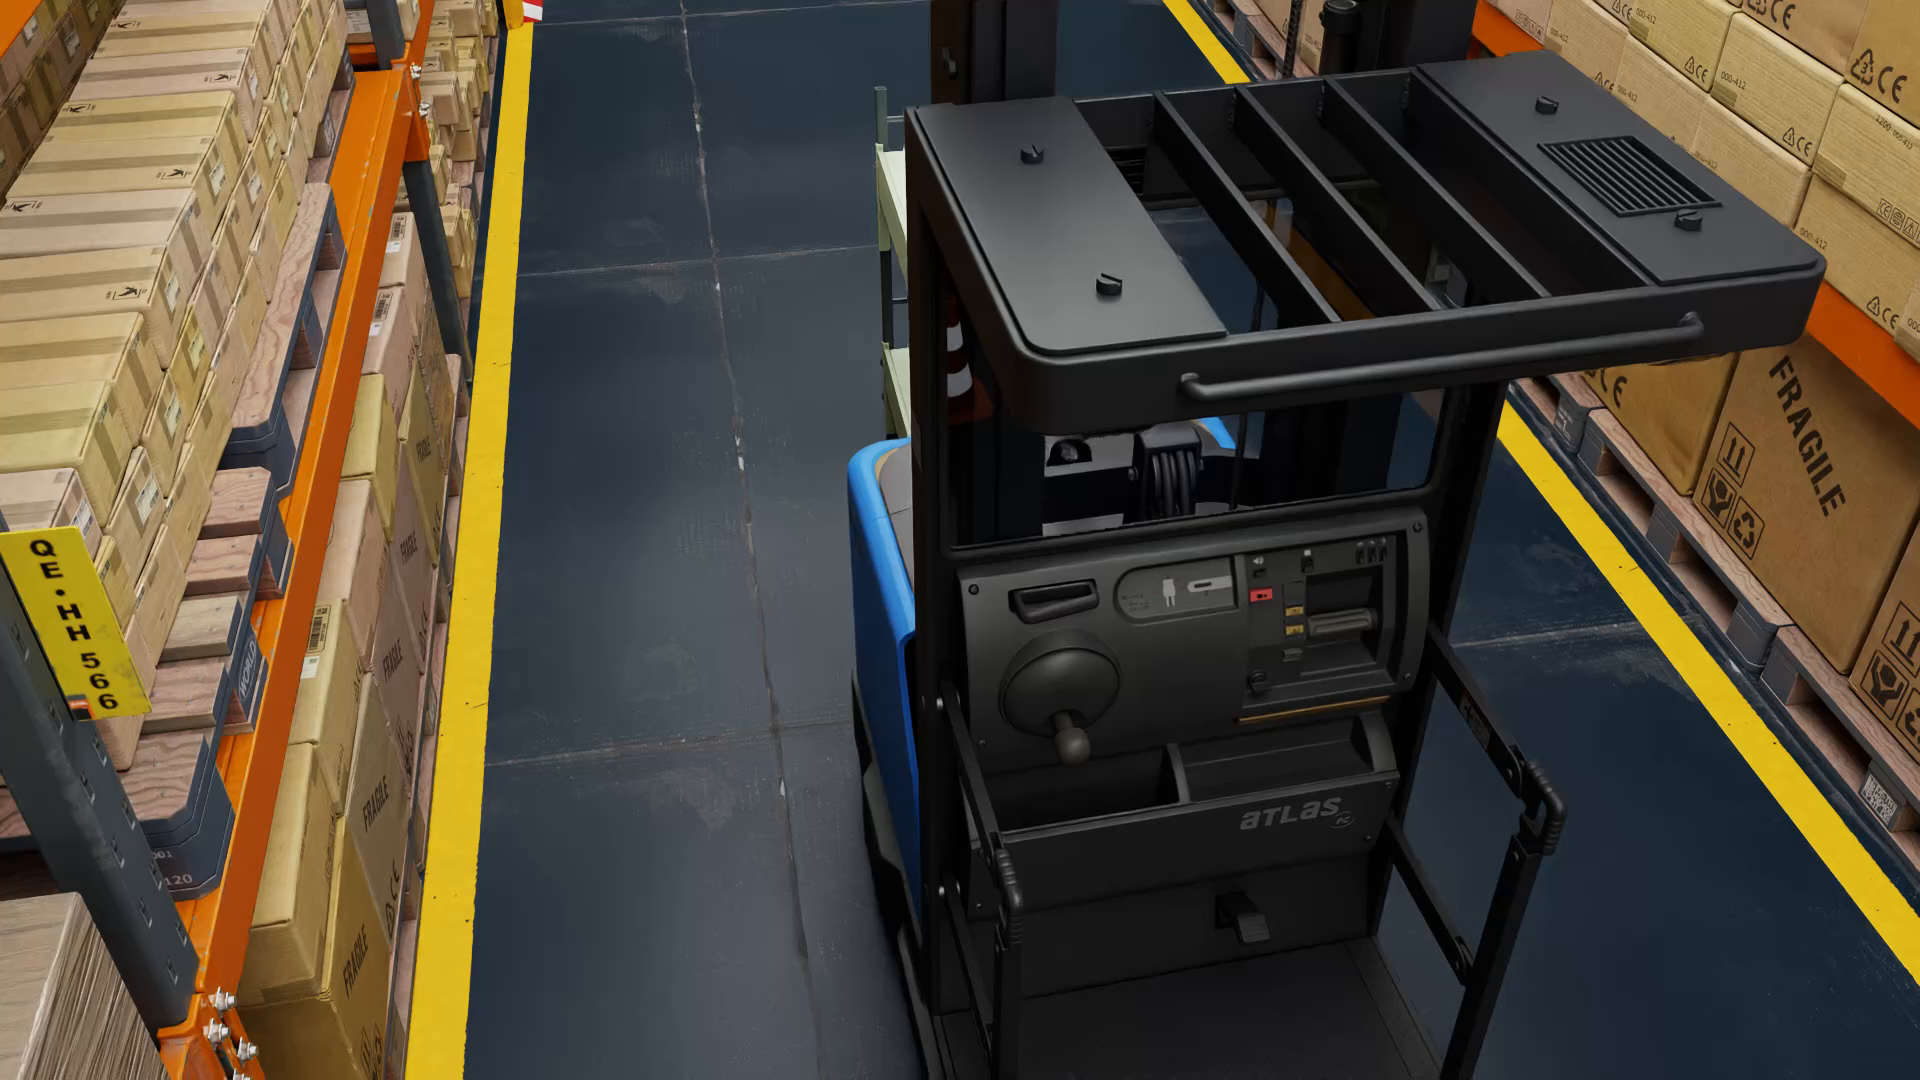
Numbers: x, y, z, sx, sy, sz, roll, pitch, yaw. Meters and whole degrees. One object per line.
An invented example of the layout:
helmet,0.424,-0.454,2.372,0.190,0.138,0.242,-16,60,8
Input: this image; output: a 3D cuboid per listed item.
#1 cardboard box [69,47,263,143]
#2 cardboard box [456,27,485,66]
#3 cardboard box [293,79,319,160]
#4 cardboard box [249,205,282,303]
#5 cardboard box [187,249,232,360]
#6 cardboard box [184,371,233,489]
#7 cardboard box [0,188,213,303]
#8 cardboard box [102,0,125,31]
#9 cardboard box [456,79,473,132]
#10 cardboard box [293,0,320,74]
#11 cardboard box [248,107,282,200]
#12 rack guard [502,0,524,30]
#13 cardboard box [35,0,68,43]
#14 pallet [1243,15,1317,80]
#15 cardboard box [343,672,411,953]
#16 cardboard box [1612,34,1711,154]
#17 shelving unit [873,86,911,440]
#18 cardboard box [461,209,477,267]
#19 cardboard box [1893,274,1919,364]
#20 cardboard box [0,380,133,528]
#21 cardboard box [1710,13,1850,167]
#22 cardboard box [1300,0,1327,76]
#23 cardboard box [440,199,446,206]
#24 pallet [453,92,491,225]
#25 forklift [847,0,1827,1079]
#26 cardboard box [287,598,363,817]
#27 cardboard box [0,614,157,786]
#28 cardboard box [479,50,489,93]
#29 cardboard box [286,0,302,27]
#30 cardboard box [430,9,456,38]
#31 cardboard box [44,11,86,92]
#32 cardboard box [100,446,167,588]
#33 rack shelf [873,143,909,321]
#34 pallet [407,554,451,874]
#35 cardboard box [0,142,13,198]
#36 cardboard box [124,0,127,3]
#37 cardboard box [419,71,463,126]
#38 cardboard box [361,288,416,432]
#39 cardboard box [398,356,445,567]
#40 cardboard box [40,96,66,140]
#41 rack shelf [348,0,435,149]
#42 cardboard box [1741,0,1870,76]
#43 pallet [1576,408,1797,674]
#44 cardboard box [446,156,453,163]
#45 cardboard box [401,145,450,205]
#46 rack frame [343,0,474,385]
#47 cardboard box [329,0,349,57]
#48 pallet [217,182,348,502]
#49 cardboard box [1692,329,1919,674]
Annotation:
cardboard box,-1.931,-1.074,4.064,0.380,0.149,0.250,-8,39,-10
cardboard box,-2.553,-2.441,8.186,0.380,0.149,0.250,-6,38,-7
cardboard box,-2.025,-1.170,4.673,0.380,0.149,0.250,-8,39,-10
cardboard box,-1.878,-0.681,4.044,0.380,0.149,0.250,-7,38,-9
cardboard box,-1.794,-0.490,3.555,0.380,0.149,0.250,-6,38,-8
cardboard box,-1.743,-0.211,3.439,0.380,0.149,0.250,-5,38,-6
cardboard box,-1.794,-0.600,3.455,0.380,0.149,0.250,-5,38,-6
cardboard box,-2.805,-1.560,5.176,0.380,0.149,0.250,-8,39,-10
cardboard box,-2.432,-1.969,7.579,0.380,0.149,0.250,-7,38,-8
cardboard box,-2.069,-1.437,4.774,0.380,0.149,0.250,-5,38,-6
cardboard box,-1.922,-0.950,4.148,0.380,0.149,0.250,-6,38,-8
rack guard,-3.109,-3.164,9.415,1.175,0.500,0.348,-6,38,-8
cardboard box,-2.708,-1.472,4.577,0.380,0.149,0.250,-6,38,-8
pallet,2.161,-2.479,8.769,1.003,0.211,1.213,-6,38,-8
cardboard box,-1.684,0.699,4.101,0.500,0.500,0.500,-6,38,-7
cardboard box,2.418,-1.397,5.226,0.500,0.250,0.500,-7,38,-8
shelving unit,0.001,-0.588,5.285,0.431,1.500,0.755,-6,38,-8
cardboard box,-2.215,-1.236,6.877,0.380,0.149,0.250,-5,38,-7
cardboard box,2.686,-0.483,4.050,0.500,0.250,0.500,-6,38,-7
cardboard box,-1.660,-0.128,2.848,0.380,0.149,0.250,-7,38,-9
cardboard box,2.506,-1.292,4.682,0.500,0.250,0.500,-7,38,-9
cardboard box,2.273,-2.460,8.217,0.875,0.438,0.875,-7,38,-9
cardboard box,-2.302,-1.335,6.762,0.380,0.149,0.250,-6,38,-8
pallet,-2.791,-1.820,7.920,1.003,0.211,1.213,-6,38,-8
forklift,0.508,0.258,3.029,1.130,2.935,3.031,-8,39,-10
cardboard box,-1.691,0.412,3.859,0.500,0.250,0.500,-7,38,-9
cardboard box,-1.600,0.277,2.811,0.380,0.149,0.250,-7,38,-9
cardboard box,-2.556,-2.333,8.290,0.380,0.149,0.250,-8,39,-10
cardboard box,-2.067,-1.542,4.668,0.380,0.149,0.250,-7,38,-9
cardboard box,-2.600,-2.388,7.875,0.380,0.149,0.250,-7,38,-9
cardboard box,-2.712,-1.365,4.682,0.380,0.149,0.250,-5,38,-7
cardboard box,-1.657,-0.026,2.959,0.380,0.149,0.250,-4,38,-6
rack shelf,0.001,-0.896,5.045,0.431,0.370,0.720,-6,38,-8
pallet,-2.066,0.529,4.897,1.003,0.211,1.213,-6,38,-8
cardboard box,-2.570,-0.886,4.065,0.380,0.149,0.250,-7,38,-9
cardboard box,-2.784,-2.200,5.812,0.500,0.500,0.500,-6,38,-8
cardboard box,-2.393,-1.924,7.278,0.380,0.149,0.250,-5,38,-7
cardboard box,-1.965,-0.521,5.060,0.500,0.250,0.500,-5,38,-6
cardboard box,-1.954,-0.230,5.296,0.500,0.500,0.500,-7,38,-9
cardboard box,-2.668,-1.090,4.571,0.380,0.149,0.250,-6,38,-7
rack shelf,-2.772,-2.705,7.373,1.077,0.370,4.000,-6,38,-8
cardboard box,2.527,-1.593,4.459,0.500,0.500,0.500,-7,38,-9
pallet,2.861,-0.077,5.677,1.003,0.211,1.213,-6,38,-8
cardboard box,-2.485,-1.687,7.458,0.380,0.149,0.250,-8,39,-10
cardboard box,-2.268,-1.459,6.679,0.380,0.149,0.250,-4,38,-6
rack frame,-2.421,-1.781,5.597,1.000,3.000,0.127,-6,38,-8
cardboard box,-2.157,-1.629,5.264,0.380,0.149,0.250,-7,38,-9
pallet,-2.107,-0.480,4.080,1.003,0.211,1.213,-6,38,-8
cardboard box,2.944,-0.250,5.017,0.875,0.875,0.875,-6,38,-7
